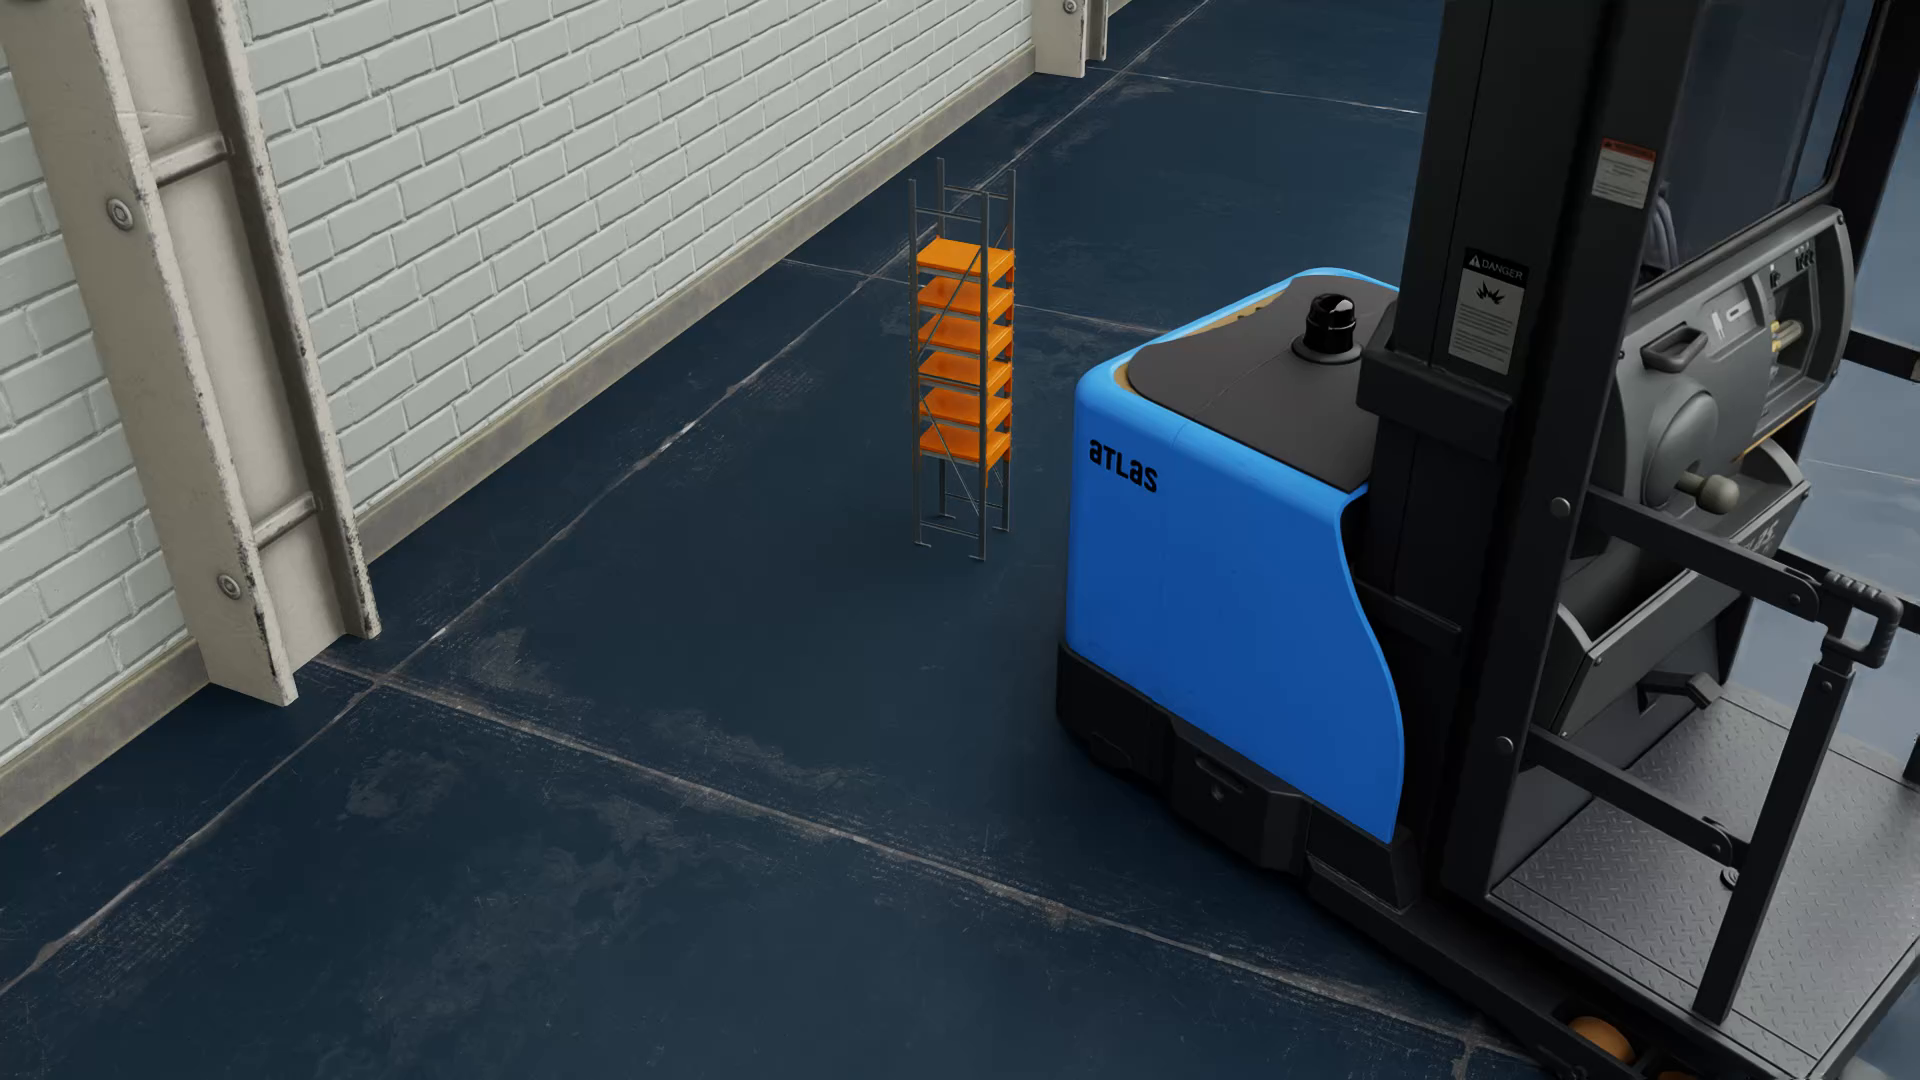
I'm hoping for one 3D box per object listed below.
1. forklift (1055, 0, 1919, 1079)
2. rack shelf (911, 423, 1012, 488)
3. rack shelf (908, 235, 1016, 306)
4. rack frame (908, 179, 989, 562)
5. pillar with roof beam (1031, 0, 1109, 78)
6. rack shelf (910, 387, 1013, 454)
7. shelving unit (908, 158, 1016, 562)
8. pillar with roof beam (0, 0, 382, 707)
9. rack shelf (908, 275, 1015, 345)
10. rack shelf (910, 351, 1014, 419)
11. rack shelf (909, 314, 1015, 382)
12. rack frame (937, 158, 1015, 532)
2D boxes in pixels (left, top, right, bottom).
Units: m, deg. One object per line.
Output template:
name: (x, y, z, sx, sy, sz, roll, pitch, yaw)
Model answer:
forklift: (1.625, -0.303, 3.039, 1.130, 2.935, 3.031, -27, 42, -35)
rack shelf: (0.006, -0.271, 5.088, 0.258, 0.103, 0.180, 14, 36, 20)
rack shelf: (0.006, -0.773, 4.759, 0.258, 0.103, 0.180, 14, 36, 20)
rack frame: (-0.032, -0.463, 4.862, 0.240, 1.200, 0.006, 14, 36, 20)
pillar with roof beam: (4.515, -5.440, 5.340, 9.100, 9.000, 0.400, 14, 36, 20)
rack shelf: (0.006, -0.371, 5.022, 0.258, 0.103, 0.180, 14, 36, 20)
shelving unit: (0.006, -0.509, 4.932, 0.258, 1.200, 0.189, 14, 36, 20)
pillar with roof beam: (2.005, -2.452, 0.783, 9.100, 9.000, 0.400, 14, 36, 20)
rack shelf: (0.006, -0.673, 4.825, 0.258, 0.103, 0.180, 14, 36, 20)
rack shelf: (0.006, -0.472, 4.956, 0.258, 0.103, 0.180, 14, 36, 20)
rack shelf: (0.006, -0.572, 4.891, 0.258, 0.103, 0.180, 14, 36, 20)
rack frame: (0.044, -0.555, 5.001, 0.240, 1.200, 0.006, 14, 36, 20)
